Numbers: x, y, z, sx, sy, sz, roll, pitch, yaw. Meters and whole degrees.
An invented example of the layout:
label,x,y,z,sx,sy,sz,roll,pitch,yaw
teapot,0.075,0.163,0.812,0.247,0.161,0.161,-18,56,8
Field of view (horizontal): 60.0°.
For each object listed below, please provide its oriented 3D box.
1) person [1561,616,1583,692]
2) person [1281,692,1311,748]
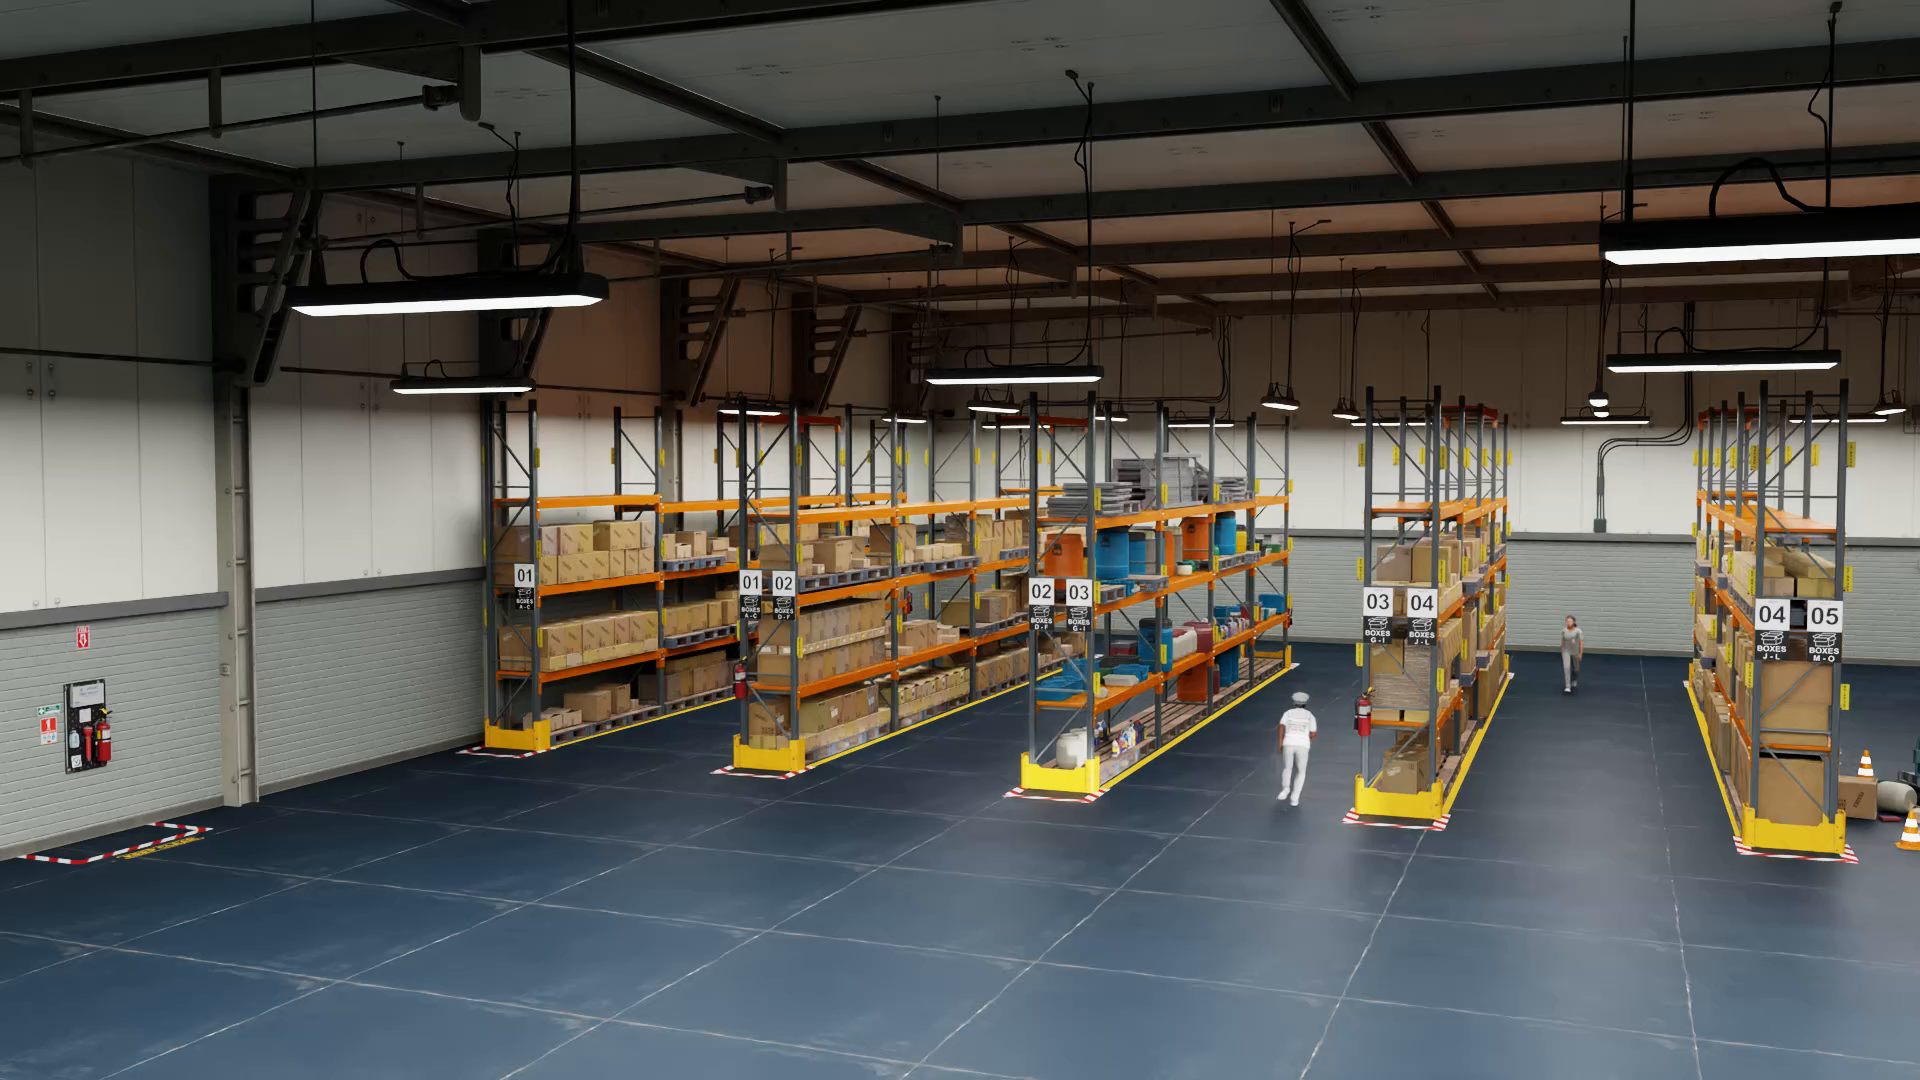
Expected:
label,x,y,z,sx,sy,sz,roll,pitch,yaw
person,13.131,2.421,35.679,0.440,1.625,0.948,1,3,18
person,4.928,2.642,24.237,0.395,0.809,0.422,1,3,24
